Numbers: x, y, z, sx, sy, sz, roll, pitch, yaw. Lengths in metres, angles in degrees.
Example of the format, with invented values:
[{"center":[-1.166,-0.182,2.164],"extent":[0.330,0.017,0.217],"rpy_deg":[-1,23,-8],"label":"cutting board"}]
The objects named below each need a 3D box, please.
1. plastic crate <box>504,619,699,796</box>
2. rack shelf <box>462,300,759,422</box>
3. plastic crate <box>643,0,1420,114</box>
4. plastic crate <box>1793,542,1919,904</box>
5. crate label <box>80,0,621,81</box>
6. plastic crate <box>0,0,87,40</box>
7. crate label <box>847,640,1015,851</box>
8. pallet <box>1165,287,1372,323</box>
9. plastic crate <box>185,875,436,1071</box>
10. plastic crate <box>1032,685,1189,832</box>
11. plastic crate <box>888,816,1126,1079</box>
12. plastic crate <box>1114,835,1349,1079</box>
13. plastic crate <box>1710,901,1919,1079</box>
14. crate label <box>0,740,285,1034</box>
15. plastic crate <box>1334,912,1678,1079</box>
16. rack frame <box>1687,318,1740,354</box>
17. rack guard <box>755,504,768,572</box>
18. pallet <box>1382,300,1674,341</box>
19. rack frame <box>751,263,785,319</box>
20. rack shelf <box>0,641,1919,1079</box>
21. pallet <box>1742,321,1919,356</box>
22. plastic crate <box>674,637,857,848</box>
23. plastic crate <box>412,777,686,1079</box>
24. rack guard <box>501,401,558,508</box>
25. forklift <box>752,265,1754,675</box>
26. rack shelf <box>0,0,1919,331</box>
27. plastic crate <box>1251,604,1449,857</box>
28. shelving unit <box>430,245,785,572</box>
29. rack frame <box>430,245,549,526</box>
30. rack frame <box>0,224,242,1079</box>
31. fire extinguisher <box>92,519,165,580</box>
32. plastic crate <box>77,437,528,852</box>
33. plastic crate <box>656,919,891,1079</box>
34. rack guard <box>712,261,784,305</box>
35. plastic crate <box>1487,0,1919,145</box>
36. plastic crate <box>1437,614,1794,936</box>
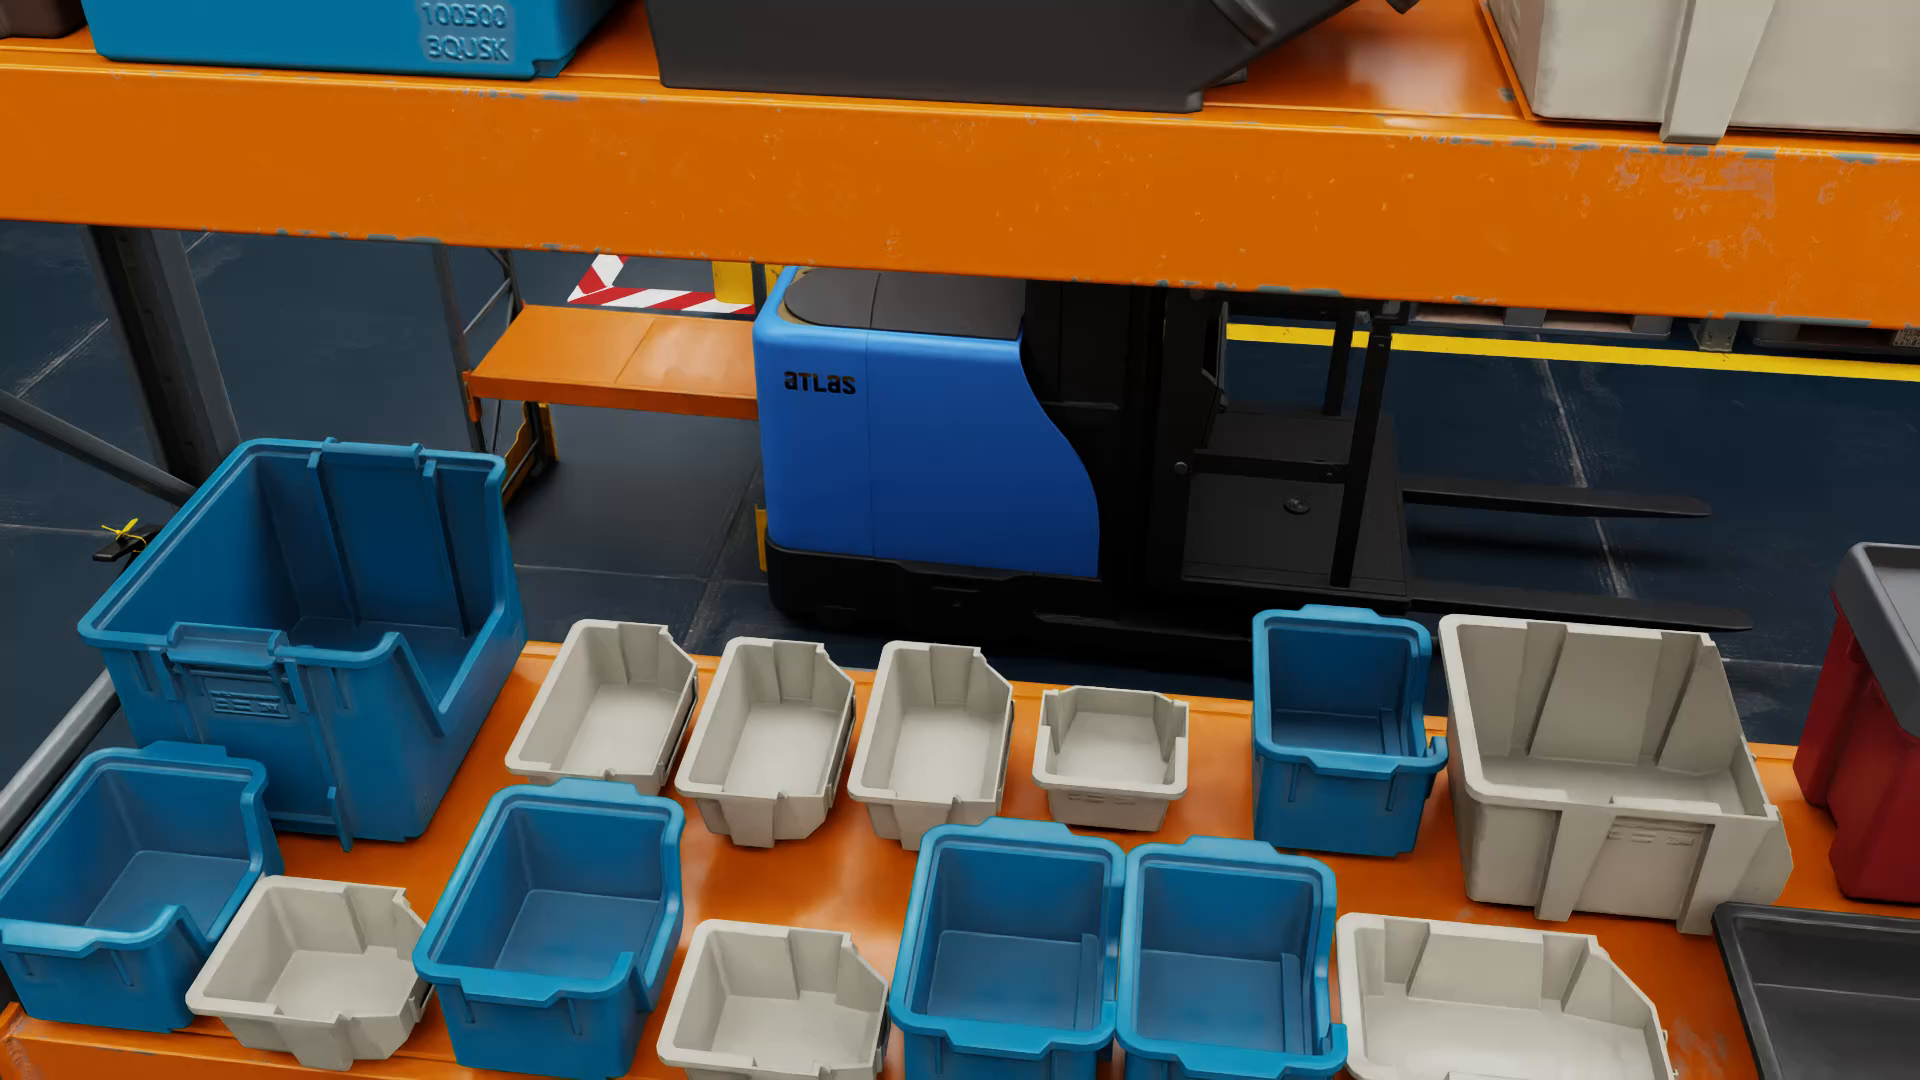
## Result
[{"center":[-0.604,0.320,2.894],"extent":[0.243,0.136,0.396],"rpy_deg":[4,36,6],"label":"plastic crate"},{"center":[-1.075,-0.567,5.563],"extent":[1.000,0.185,0.538],"rpy_deg":[5,36,7],"label":"rack shelf"},{"center":[0.045,-0.643,1.540],"extent":[0.767,0.338,0.504],"rpy_deg":[4,36,6],"label":"plastic crate"},{"center":[1.678,0.316,2.618],"extent":[0.583,0.464,0.402],"rpy_deg":[4,36,6],"label":"plastic crate"},{"center":[-0.562,-0.624,1.589],"extent":[0.502,0.251,0.408],"rpy_deg":[4,36,6],"label":"crate label"},{"center":[-1.089,-0.697,1.675],"extent":[0.590,0.269,0.497],"rpy_deg":[4,36,6],"label":"plastic crate"},{"center":[-0.039,0.357,2.843],"extent":[0.243,0.136,0.396],"rpy_deg":[4,36,6],"label":"crate label"},{"center":[1.205,-1.331,7.434],"extent":[1.213,0.211,1.003],"rpy_deg":[4,36,6],"label":"pallet"},{"center":[-0.925,0.644,2.441],"extent":[0.298,0.136,0.250],"rpy_deg":[4,36,6],"label":"plastic crate"},{"center":[0.257,0.368,2.828],"extent":[0.250,0.136,0.298],"rpy_deg":[4,36,6],"label":"plastic crate"},{"center":[0.073,0.631,2.377],"extent":[0.300,0.233,0.416],"rpy_deg":[4,36,6],"label":"plastic crate"},{"center":[0.371,0.653,2.346],"extent":[0.300,0.233,0.416],"rpy_deg":[4,36,6],"label":"plastic crate"},{"center":[1.387,0.737,2.320],"extent":[0.590,0.125,0.437],"rpy_deg":[4,36,6],"label":"plastic crate"},{"center":[-1.233,0.533,2.513],"extent":[0.303,0.233,0.416],"rpy_deg":[4,36,6],"label":"crate label"},{"center":[0.766,0.705,2.356],"extent":[0.466,0.136,0.293],"rpy_deg":[4,36,6],"label":"plastic crate"},{"center":[3.163,-2.276,6.357],"extent":[0.127,3.000,1.000],"rpy_deg":[4,36,6],"label":"rack frame"},{"center":[-0.592,-0.161,5.760],"extent":[0.087,0.250,0.587],"rpy_deg":[5,36,7],"label":"rack guard"},{"center":[2.418,-1.243,7.309],"extent":[1.213,0.211,1.003],"rpy_deg":[4,36,6],"label":"pallet"},{"center":[-0.573,-0.668,5.394],"extent":[0.032,1.500,0.500],"rpy_deg":[5,36,7],"label":"rack frame"},{"center":[0.548,0.722,2.775],"extent":[4.000,0.370,1.077],"rpy_deg":[4,36,6],"label":"rack shelf"},{"center":[3.938,-1.128,7.148],"extent":[1.213,0.211,1.003],"rpy_deg":[4,36,6],"label":"pallet"},{"center":[-0.318,0.350,2.852],"extent":[0.243,0.136,0.396],"rpy_deg":[4,36,6],"label":"plastic crate"},{"center":[-0.580,0.582,2.445],"extent":[0.300,0.233,0.416],"rpy_deg":[4,36,6],"label":"plastic crate"},{"center":[-1.576,-0.251,5.886],"extent":[0.087,0.250,0.587],"rpy_deg":[5,36,7],"label":"rack guard"},{"center":[0.944,-1.076,4.734],"extent":[3.031,2.935,1.130],"rpy_deg":[5,36,7],"label":"forklift"},{"center":[0.548,-0.499,1.904],"extent":[4.000,0.370,1.077],"rpy_deg":[4,36,6],"label":"rack shelf"},{"center":[0.634,0.329,2.799],"extent":[0.300,0.233,0.416],"rpy_deg":[4,36,6],"label":"plastic crate"},{"center":[-1.084,-0.714,5.460],"extent":[1.083,1.500,0.587],"rpy_deg":[5,36,7],"label":"shelving unit"},{"center":[-1.577,-0.760,5.523],"extent":[0.032,1.500,0.500],"rpy_deg":[5,36,7],"label":"rack frame"},{"center":[-1.436,0.282,2.773],"extent":[0.127,3.000,1.000],"rpy_deg":[4,36,6],"label":"rack frame"},{"center":[-1.527,0.192,3.287],"extent":[0.183,0.674,0.296],"rpy_deg":[4,36,6],"label":"fire extinguisher"},{"center":[-1.080,0.160,2.862],"extent":[0.499,0.435,0.616],"rpy_deg":[4,36,6],"label":"plastic crate"},{"center":[-0.252,0.694,2.371],"extent":[0.298,0.136,0.250],"rpy_deg":[4,36,6],"label":"plastic crate"},{"center":[-0.829,-1.557,7.501],"extent":[0.348,0.500,1.175],"rpy_deg":[4,36,6],"label":"rack guard"},{"center":[0.723,-0.549,1.457],"extent":[0.530,0.282,0.437],"rpy_deg":[4,36,6],"label":"plastic crate"},{"center":[1.041,0.382,2.683],"extent":[0.530,0.282,0.437],"rpy_deg":[4,36,6],"label":"plastic crate"}]
